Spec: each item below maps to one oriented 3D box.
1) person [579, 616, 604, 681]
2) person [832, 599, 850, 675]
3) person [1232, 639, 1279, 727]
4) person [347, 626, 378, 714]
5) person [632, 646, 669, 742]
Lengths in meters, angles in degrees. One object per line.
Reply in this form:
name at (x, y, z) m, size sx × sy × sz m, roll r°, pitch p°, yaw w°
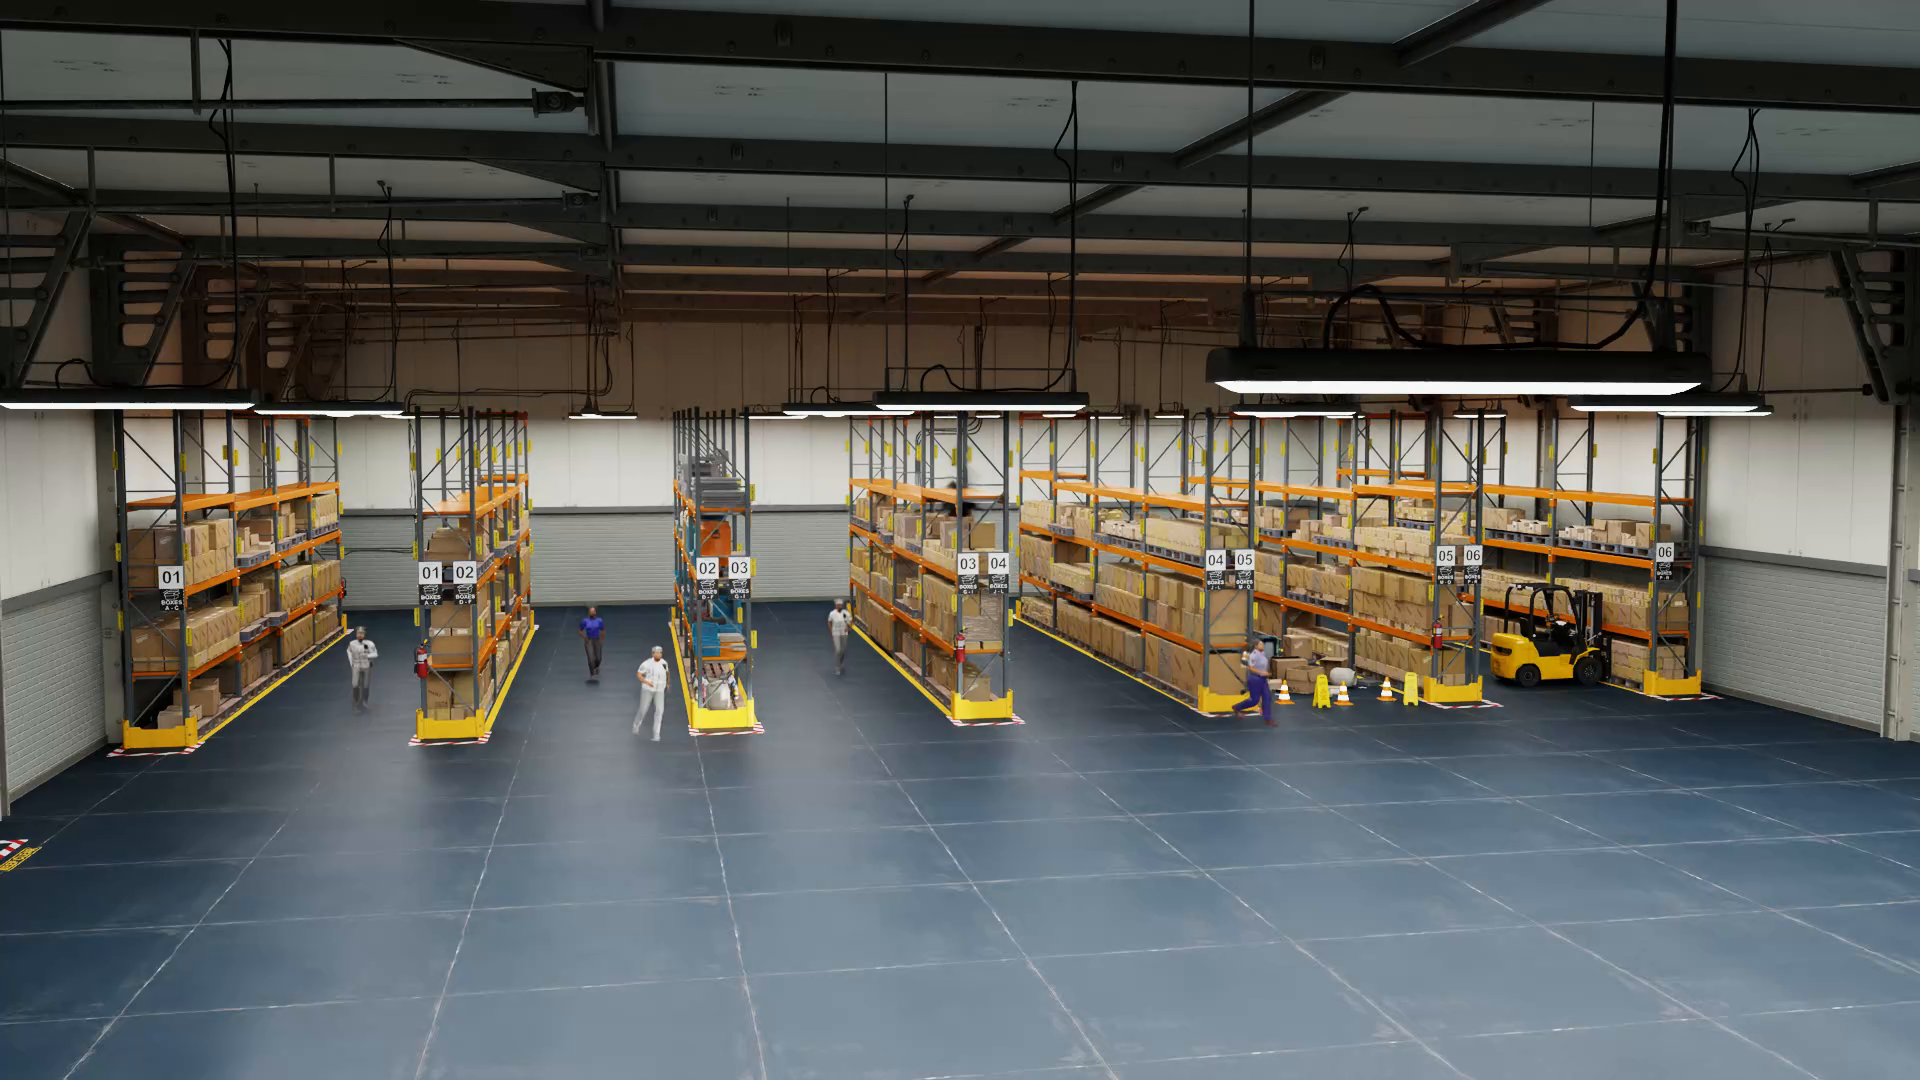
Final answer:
person at (-8.192, 2.390, 36.996) m, size 0.548 × 1.425 × 0.525 m, roll -2°, pitch 4°, yaw -20°
person at (-2.726, 2.193, 37.947) m, size 0.411 × 1.751 × 0.736 m, roll -1°, pitch 4°, yaw -8°
person at (5.584, 2.678, 31.364) m, size 0.898 × 1.652 × 0.622 m, roll 2°, pitch 5°, yaw 31°
person at (-11.809, 2.558, 32.881) m, size 0.591 × 1.742 × 0.762 m, roll -1°, pitch 4°, yaw -15°
person at (-5.550, 2.764, 30.148) m, size 0.695 × 1.686 × 0.845 m, roll -2°, pitch 5°, yaw -28°
